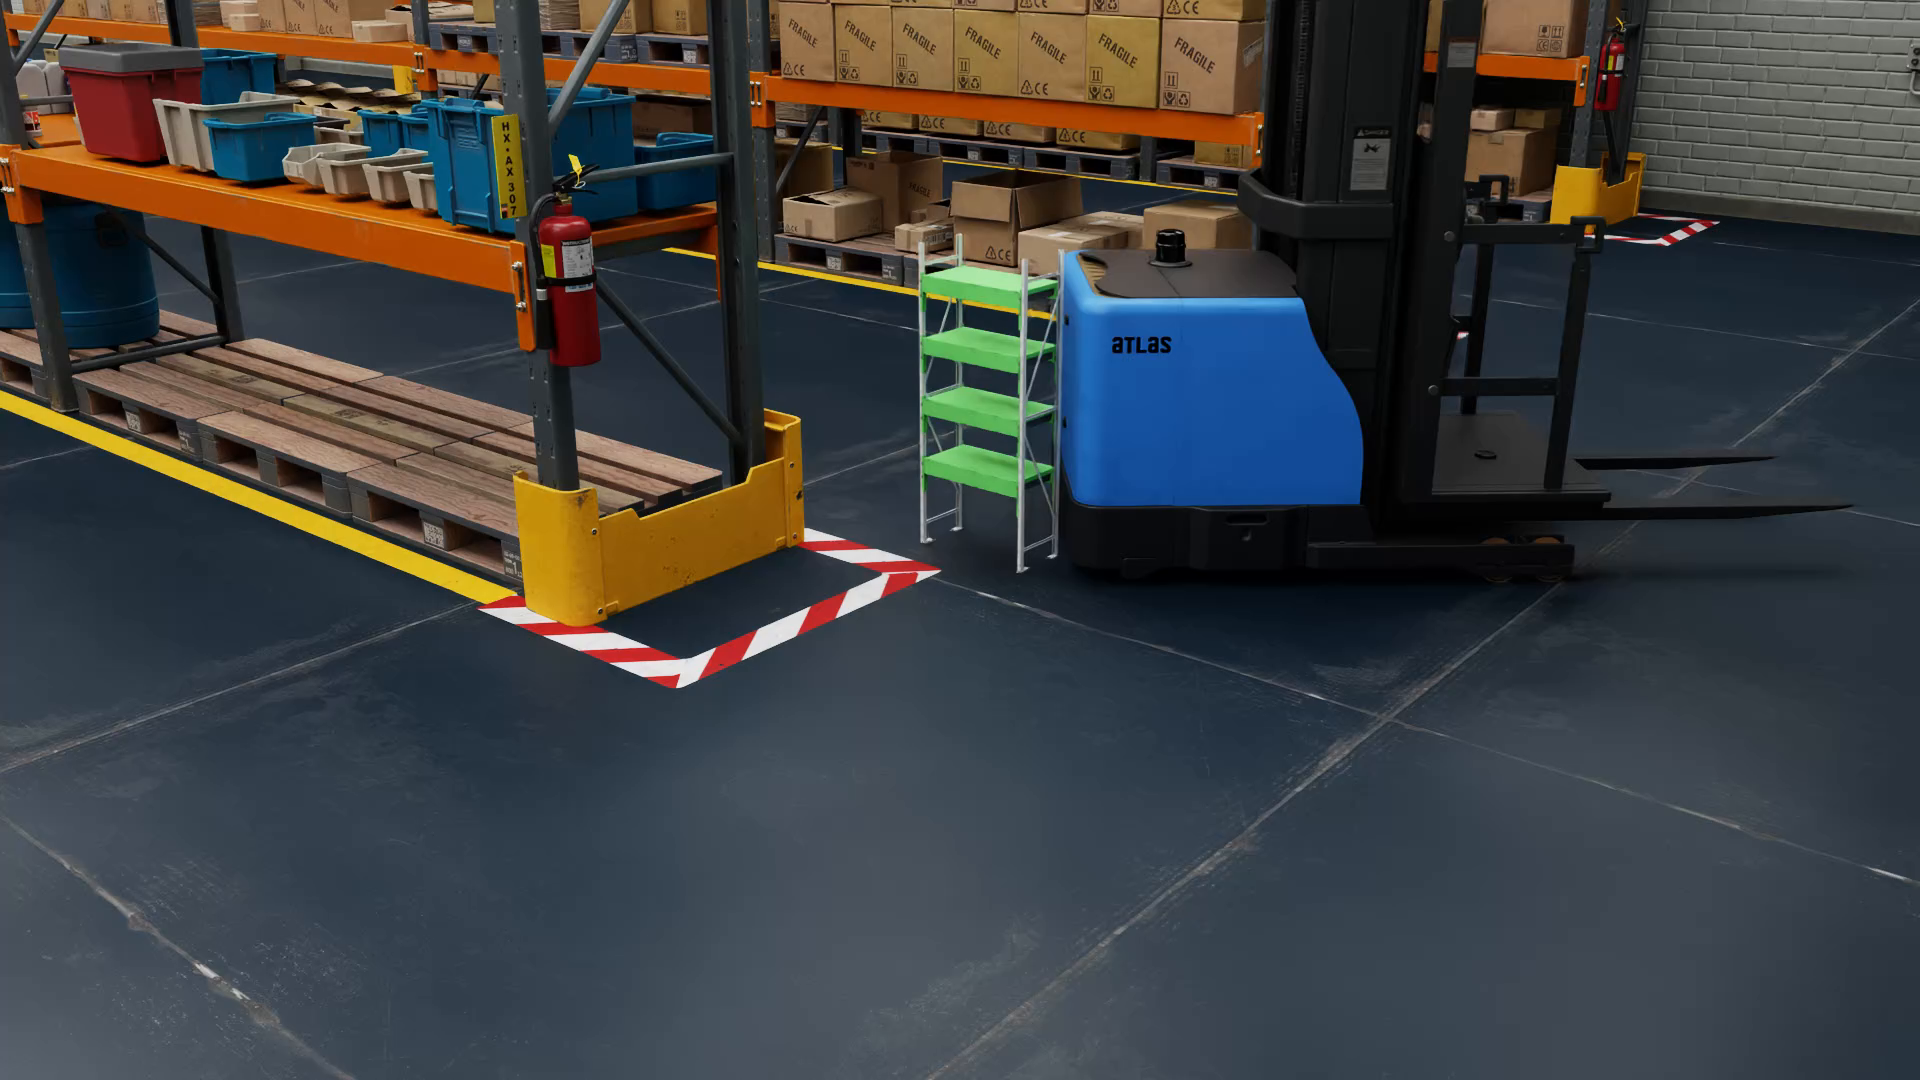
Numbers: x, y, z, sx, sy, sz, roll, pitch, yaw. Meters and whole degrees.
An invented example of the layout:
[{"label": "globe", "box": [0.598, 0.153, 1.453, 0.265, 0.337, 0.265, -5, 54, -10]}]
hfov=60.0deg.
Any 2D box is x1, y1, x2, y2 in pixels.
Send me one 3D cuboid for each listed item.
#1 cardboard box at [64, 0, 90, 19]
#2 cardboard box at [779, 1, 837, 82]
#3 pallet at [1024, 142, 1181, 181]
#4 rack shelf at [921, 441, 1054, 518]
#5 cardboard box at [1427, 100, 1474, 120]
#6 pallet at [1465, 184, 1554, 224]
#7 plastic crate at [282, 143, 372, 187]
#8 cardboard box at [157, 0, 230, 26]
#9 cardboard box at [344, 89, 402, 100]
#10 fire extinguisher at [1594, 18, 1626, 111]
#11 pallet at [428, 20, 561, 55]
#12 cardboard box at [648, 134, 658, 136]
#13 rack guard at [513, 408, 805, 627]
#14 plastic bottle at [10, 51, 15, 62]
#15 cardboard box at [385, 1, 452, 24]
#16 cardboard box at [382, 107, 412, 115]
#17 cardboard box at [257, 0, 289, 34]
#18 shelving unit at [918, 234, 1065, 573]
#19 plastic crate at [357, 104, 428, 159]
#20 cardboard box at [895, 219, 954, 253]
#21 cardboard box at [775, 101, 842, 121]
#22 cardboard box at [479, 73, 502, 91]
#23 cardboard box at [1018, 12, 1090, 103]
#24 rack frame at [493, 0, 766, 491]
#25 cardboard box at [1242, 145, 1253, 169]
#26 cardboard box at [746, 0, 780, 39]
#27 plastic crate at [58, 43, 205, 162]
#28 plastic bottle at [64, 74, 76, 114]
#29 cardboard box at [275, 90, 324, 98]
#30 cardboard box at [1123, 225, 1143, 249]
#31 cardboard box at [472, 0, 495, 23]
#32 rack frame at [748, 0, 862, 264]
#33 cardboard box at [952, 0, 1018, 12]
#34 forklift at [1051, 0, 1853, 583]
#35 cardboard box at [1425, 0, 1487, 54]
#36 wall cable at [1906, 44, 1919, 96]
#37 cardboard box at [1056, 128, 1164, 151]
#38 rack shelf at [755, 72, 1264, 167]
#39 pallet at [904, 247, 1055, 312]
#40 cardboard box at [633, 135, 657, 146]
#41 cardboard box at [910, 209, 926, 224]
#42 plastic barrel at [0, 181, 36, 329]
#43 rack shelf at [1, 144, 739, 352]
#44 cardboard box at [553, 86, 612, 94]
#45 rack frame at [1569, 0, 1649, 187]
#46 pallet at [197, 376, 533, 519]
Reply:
[{"label": "cardboard box", "box": [-9.242, -5.921, 17.977, 0.500, 0.500, 0.700, 16, 26, 37]}, {"label": "cardboard box", "box": [-0.867, -3.392, 11.269, 0.500, 0.500, 0.500, 17, 26, 38]}, {"label": "pallet", "box": [1.394, -3.735, 16.273, 1.213, 0.211, 1.003, 16, 26, 36]}, {"label": "rack shelf", "box": [0.114, -0.241, 6.467, 0.480, 0.148, 0.258, 16, 26, 37]}, {"label": "cardboard box", "box": [4.170, -3.650, 14.125, 0.250, 0.149, 0.380, 16, 26, 37]}, {"label": "pallet", "box": [4.469, -2.848, 13.921, 1.213, 0.211, 1.003, 16, 26, 36]}, {"label": "plastic crate", "box": [-2.560, -1.510, 6.709, 0.250, 0.136, 0.298, 16, 26, 36]}, {"label": "cardboard box", "box": [-7.635, -5.462, 16.759, 0.500, 0.500, 0.700, 15, 25, 35]}, {"label": "cardboard box", "box": [-5.614, -4.139, 15.899, 0.500, 0.311, 0.500, 16, 26, 36]}, {"label": "fire extinguisher", "box": [4.963, -3.625, 12.668, 0.183, 0.674, 0.296, 16, 26, 36]}, {"label": "pallet", "box": [-3.619, -4.204, 13.836, 1.003, 0.211, 1.213, 16, 26, 36]}, {"label": "cardboard box", "box": [-2.113, -2.973, 13.221, 0.500, 0.500, 0.500, 16, 26, 37]}, {"label": "rack guard", "box": [-1.099, -0.116, 6.267, 0.348, 0.500, 1.175, 16, 26, 36]}, {"label": "plastic bottle", "box": [-5.512, -2.703, 9.654, 0.185, 0.351, 0.144, 16, 26, 36]}, {"label": "cardboard box", "box": [-4.759, -4.636, 14.838, 0.500, 0.311, 0.500, 16, 26, 36]}, {"label": "cardboard box", "box": [-4.750, -3.647, 14.596, 0.500, 0.311, 0.500, 17, 26, 38]}, {"label": "cardboard box", "box": [-6.295, -5.071, 15.723, 0.500, 0.500, 0.500, 18, 27, 40]}, {"label": "shelving unit", "box": [0.114, -0.525, 6.359, 0.503, 1.200, 0.258, 16, 26, 37]}, {"label": "plastic crate", "box": [-2.362, -1.743, 7.191, 0.300, 0.233, 0.416, 16, 26, 36]}, {"label": "cardboard box", "box": [-0.225, -2.070, 11.299, 0.250, 0.166, 0.380, 16, 26, 36]}, {"label": "cardboard box", "box": [-1.650, -4.963, 18.497, 0.500, 0.500, 0.700, 17, 26, 37]}, {"label": "cardboard box", "box": [-5.800, -6.118, 21.560, 0.500, 0.500, 0.700, 14, 25, 33]}, {"label": "cardboard box", "box": [0.703, -2.941, 10.073, 0.500, 0.500, 0.500, 16, 26, 37]}, {"label": "rack frame", "box": [-1.126, -1.287, 5.831, 0.127, 3.000, 1.000, 16, 26, 36]}, {"label": "cardboard box", "box": [2.941, -3.607, 14.930, 0.500, 0.500, 0.700, 16, 26, 36]}, {"label": "cardboard box", "box": [-1.315, -3.943, 12.137, 0.500, 0.500, 0.700, 7, 22, 18]}, {"label": "plastic crate", "box": [-3.692, -1.970, 7.466, 0.583, 0.464, 0.402, 16, 26, 36]}, {"label": "plastic bottle", "box": [-4.927, -2.522, 9.270, 0.133, 0.283, 0.061, 16, 26, 36]}, {"label": "cardboard box", "box": [-6.339, -4.102, 15.801, 0.500, 0.311, 0.500, 15, 25, 35]}, {"label": "cardboard box", "box": [1.380, -1.870, 10.650, 0.500, 0.250, 0.500, 16, 26, 36]}, {"label": "cardboard box", "box": [-3.630, -4.559, 13.770, 0.500, 0.500, 0.700, 7, 22, 18]}, {"label": "rack frame", "box": [-1.090, -3.533, 11.786, 0.127, 3.000, 1.000, 16, 26, 36]}, {"label": "cardboard box", "box": [0.296, -3.521, 10.195, 0.500, 0.500, 0.500, 17, 27, 38]}, {"label": "forklift", "box": [1.913, -1.398, 6.220, 3.031, 2.935, 1.130, -1, 21, -2]}, {"label": "cardboard box", "box": [4.166, -4.406, 13.676, 0.700, 0.700, 0.980, 16, 26, 36]}, {"label": "wall cable", "box": [6.728, -4.444, 12.761, 1.851, 1.984, 0.084, 16, 26, 36]}, {"label": "cardboard box", "box": [1.454, -4.188, 15.975, 0.750, 0.750, 0.750, 16, 26, 37]}, {"label": "rack shelf", "box": [0.460, -2.750, 10.730, 4.000, 0.370, 1.077, 16, 26, 36]}, {"label": "pallet", "box": [0.391, -1.803, 11.149, 1.213, 0.211, 1.003, 16, 26, 36]}, {"label": "cardboard box", "box": [-2.419, -2.826, 12.829, 0.500, 0.500, 0.500, 16, 26, 37]}, {"label": "cardboard box", "box": [-0.141, -2.288, 11.901, 0.250, 0.149, 0.380, 16, 26, 36]}, {"label": "plastic barrel", "box": [-5.184, -1.678, 9.247, 0.708, 0.901, 0.600, 16, 26, 36]}, {"label": "rack shelf", "box": [-2.675, -1.397, 7.141, 4.000, 0.370, 1.077, 16, 26, 36]}, {"label": "cardboard box", "box": [-3.270, -3.657, 13.970, 0.500, 0.250, 0.500, 17, 27, 38]}, {"label": "rack frame", "box": [5.138, -3.996, 13.012, 0.127, 3.000, 1.000, 16, 26, 36]}, {"label": "pallet", "box": [-2.681, -0.450, 7.561, 1.213, 0.211, 1.003, 16, 26, 36]}]
